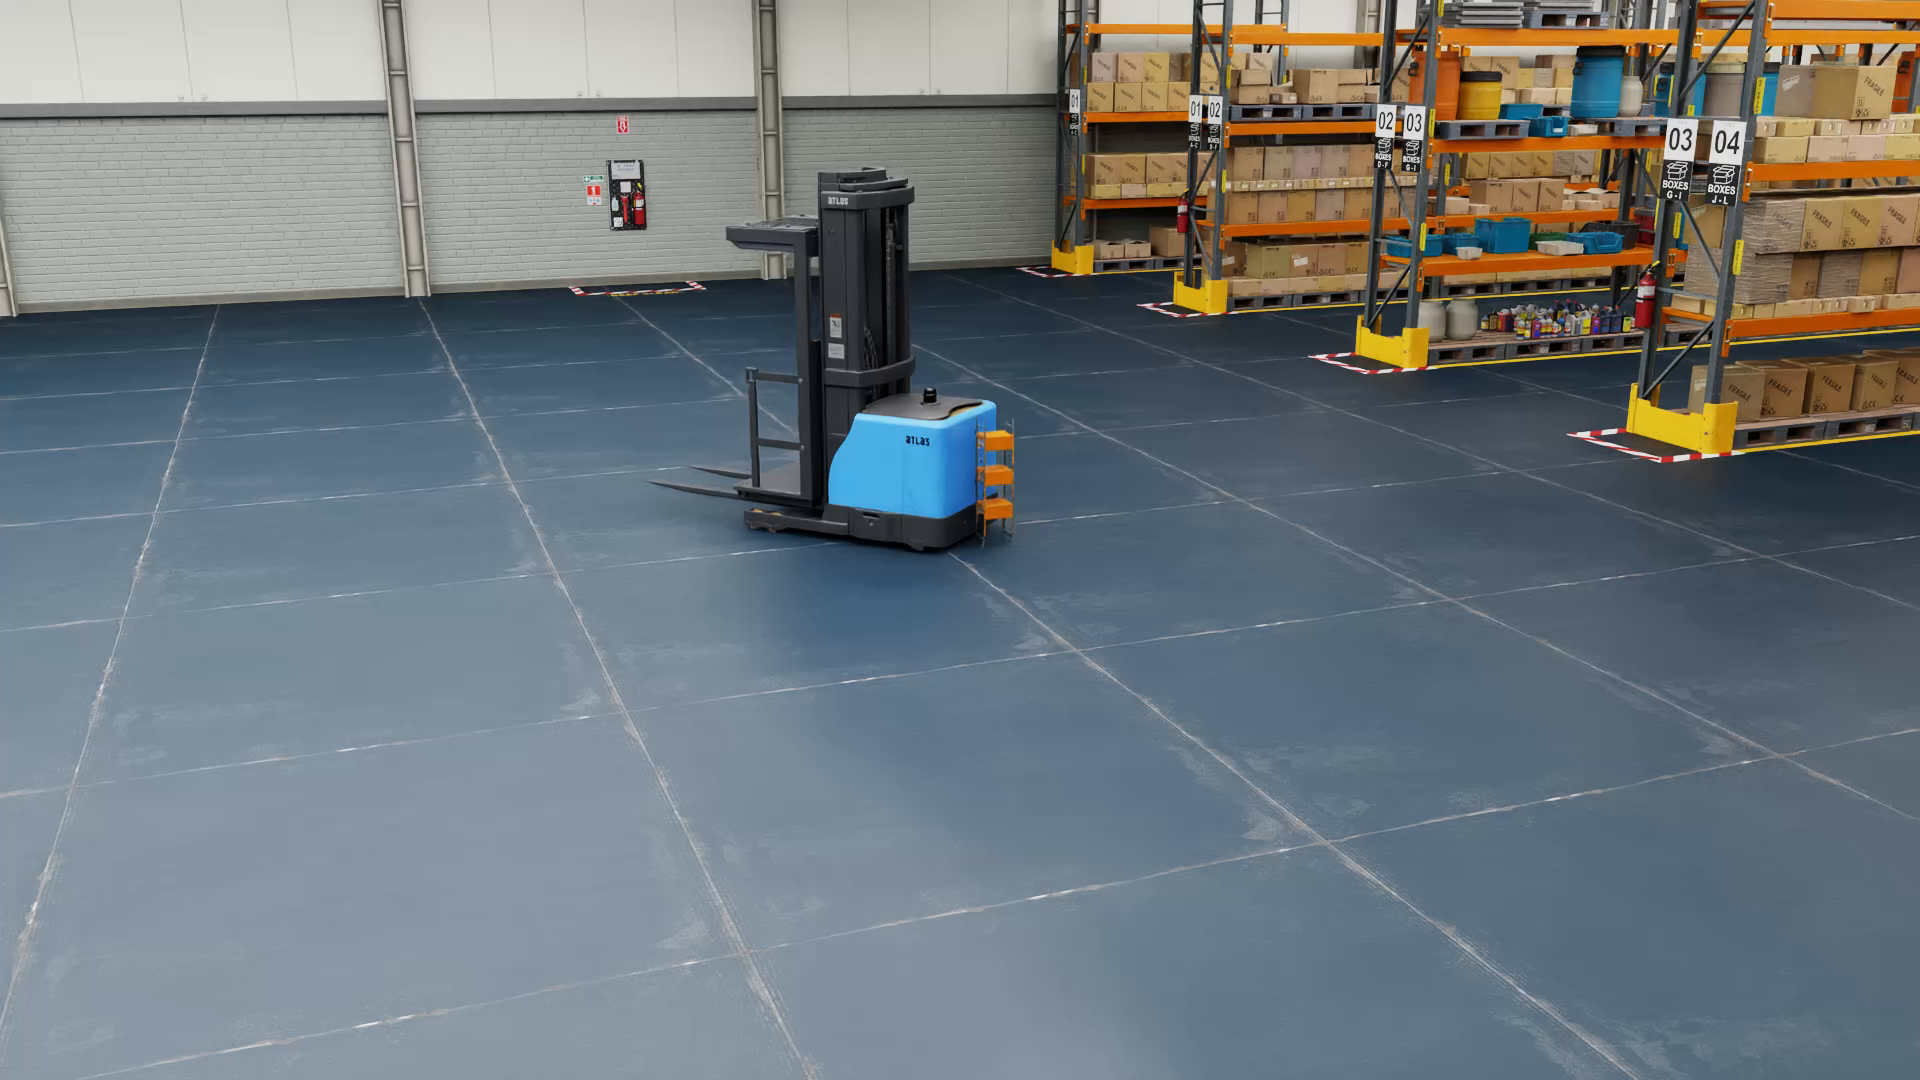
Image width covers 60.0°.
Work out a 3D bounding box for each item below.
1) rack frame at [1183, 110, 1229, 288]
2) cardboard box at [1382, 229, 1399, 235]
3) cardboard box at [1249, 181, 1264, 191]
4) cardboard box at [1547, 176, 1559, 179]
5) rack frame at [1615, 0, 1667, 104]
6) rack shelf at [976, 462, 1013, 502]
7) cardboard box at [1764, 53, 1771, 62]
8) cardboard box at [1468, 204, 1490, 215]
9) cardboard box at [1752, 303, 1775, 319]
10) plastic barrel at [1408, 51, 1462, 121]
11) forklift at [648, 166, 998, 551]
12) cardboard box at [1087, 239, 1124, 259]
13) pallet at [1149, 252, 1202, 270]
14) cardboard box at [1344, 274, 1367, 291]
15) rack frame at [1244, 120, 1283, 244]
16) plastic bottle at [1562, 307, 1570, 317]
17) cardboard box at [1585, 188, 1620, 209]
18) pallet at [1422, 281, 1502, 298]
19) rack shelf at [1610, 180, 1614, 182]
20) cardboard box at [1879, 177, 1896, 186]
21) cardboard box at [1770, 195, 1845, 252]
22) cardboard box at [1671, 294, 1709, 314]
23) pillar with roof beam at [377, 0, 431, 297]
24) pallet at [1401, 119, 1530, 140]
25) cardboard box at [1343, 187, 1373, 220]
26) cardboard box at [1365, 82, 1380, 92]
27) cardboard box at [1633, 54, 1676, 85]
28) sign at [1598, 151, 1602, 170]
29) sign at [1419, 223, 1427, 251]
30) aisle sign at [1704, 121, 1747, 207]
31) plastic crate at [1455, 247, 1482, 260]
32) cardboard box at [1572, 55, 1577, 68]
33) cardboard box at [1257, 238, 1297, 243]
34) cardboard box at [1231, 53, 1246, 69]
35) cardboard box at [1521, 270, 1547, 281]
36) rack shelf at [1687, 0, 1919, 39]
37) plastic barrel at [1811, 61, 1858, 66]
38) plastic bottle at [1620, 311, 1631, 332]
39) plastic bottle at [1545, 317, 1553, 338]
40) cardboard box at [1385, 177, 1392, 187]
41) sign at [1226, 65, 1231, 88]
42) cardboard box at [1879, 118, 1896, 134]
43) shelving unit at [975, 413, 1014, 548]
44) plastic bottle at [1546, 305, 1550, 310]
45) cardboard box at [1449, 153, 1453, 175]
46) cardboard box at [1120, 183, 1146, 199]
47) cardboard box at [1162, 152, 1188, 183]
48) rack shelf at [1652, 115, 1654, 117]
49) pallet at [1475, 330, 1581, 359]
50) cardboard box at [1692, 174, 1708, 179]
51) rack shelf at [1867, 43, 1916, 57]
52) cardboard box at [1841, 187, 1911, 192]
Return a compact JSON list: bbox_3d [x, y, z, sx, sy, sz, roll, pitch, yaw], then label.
[{"bbox_3d":[3.752,-5.057,25.494,0.127,3.000,1.000,-6,17,-20],"label":"rack frame"},{"bbox_3d":[8.270,-6.070,32.601,0.500,0.500,0.700,-6,17,-20],"label":"cardboard box"},{"bbox_3d":[4.441,-5.426,25.423,0.250,0.149,0.380,-7,18,-22],"label":"cardboard box"},{"bbox_3d":[11.765,-7.233,33.317,0.250,0.149,0.380,-7,18,-22],"label":"cardboard box"},{"bbox_3d":[11.222,-8.742,27.395,0.127,3.000,1.000,-6,17,-20],"label":"rack frame"},{"bbox_3d":[0.277,-0.465,13.356,0.240,0.259,0.215,-6,17,-19],"label":"rack shelf"},{"bbox_3d":[16.331,-9.804,34.348,0.500,0.500,0.500,-6,17,-20],"label":"cardboard box"},{"bbox_3d":[8.388,-5.375,27.024,0.250,0.149,0.380,-6,17,-20],"label":"cardboard box"},{"bbox_3d":[7.885,-2.315,16.605,0.250,0.149,0.380,-6,17,-20],"label":"cardboard box"},{"bbox_3d":[5.929,-5.682,20.793,0.708,0.830,0.600,-6,17,-20],"label":"plastic barrel"},{"bbox_3d":[-1.232,-1.592,13.817,3.031,2.935,1.130,8,18,26],"label":"forklift"},{"bbox_3d":[2.654,-5.327,30.405,0.500,0.311,0.500,-8,18,-26],"label":"cardboard box"},{"bbox_3d":[3.955,-5.224,31.012,1.213,0.211,1.003,-6,17,-20],"label":"pallet"},{"bbox_3d":[6.200,-4.136,26.493,0.500,0.250,0.500,-6,17,-20],"label":"cardboard box"},{"bbox_3d":[5.711,-6.763,31.304,0.127,3.000,1.000,-6,17,-20],"label":"rack frame"},{"bbox_3d":[8.262,-3.040,22.687,0.097,0.271,0.097,0,16,0],"label":"plastic bottle"},{"bbox_3d":[10.867,-5.795,28.167,0.500,0.311,0.500,-5,17,-17],"label":"cardboard box"},{"bbox_3d":[8.161,-4.207,27.548,1.213,0.211,1.003,-6,17,-20],"label":"pallet"},{"bbox_3d":[15.049,-7.426,34.839,4.000,0.370,1.077,-6,17,-20],"label":"rack shelf"},{"bbox_3d":[16.476,-6.396,29.879,0.500,0.500,0.500,-6,17,-20],"label":"cardboard box"},{"bbox_3d":[8.374,-3.153,16.530,0.500,0.500,0.500,-6,17,-20],"label":"cardboard box"},{"bbox_3d":[7.485,-2.412,16.935,0.250,0.149,0.380,-6,17,-20],"label":"cardboard box"},{"bbox_3d":[-7.345,-7.194,22.124,0.400,9.000,9.100,-6,17,-20],"label":"pillar with roof beam"},{"bbox_3d":[6.328,-5.159,20.855,1.213,0.211,1.003,-6,17,-20],"label":"pallet"},{"bbox_3d":[6.115,-5.357,26.339,0.500,0.500,0.700,-6,17,-19],"label":"cardboard box"},{"bbox_3d":[6.418,-7.089,26.256,0.500,0.311,0.500,-7,18,-23],"label":"cardboard box"},{"bbox_3d":[11.632,-7.872,27.807,0.500,0.500,0.500,-6,17,-20],"label":"cardboard box"},{"bbox_3d":[11.019,-6.523,28.571,0.005,0.325,0.100,-6,17,-20],"label":"sign"},{"bbox_3d":[5.714,-3.741,20.521,0.005,0.325,0.100,-6,17,-20],"label":"sign"},{"bbox_3d":[7.343,-3.612,15.961,0.004,0.787,0.394,-6,17,-20],"label":"aisle sign"},{"bbox_3d":[6.472,-3.632,21.111,0.250,0.136,0.298,-6,17,-20],"label":"plastic crate"},{"bbox_3d":[12.313,-9.573,33.262,0.500,0.250,0.500,-5,17,-16],"label":"cardboard box"},{"bbox_3d":[5.075,-4.536,26.524,0.500,0.500,0.500,-6,17,-20],"label":"cardboard box"},{"bbox_3d":[4.829,-8.559,30.110,0.500,0.500,0.500,-5,17,-17],"label":"cardboard box"},{"bbox_3d":[9.388,-4.473,27.640,0.500,0.250,0.500,-6,17,-19],"label":"cardboard box"},{"bbox_3d":[9.161,-5.183,16.560,4.000,0.370,1.077,-6,17,-20],"label":"rack shelf"},{"bbox_3d":[12.147,-6.214,23.220,0.600,0.901,0.600,0,16,0],"label":"plastic barrel"},{"bbox_3d":[8.925,-2.929,22.288,0.133,0.283,0.061,-5,17,-17],"label":"plastic bottle"},{"bbox_3d":[7.739,-2.800,21.872,0.097,0.271,0.097,0,16,0],"label":"plastic bottle"},{"bbox_3d":[6.590,-5.657,26.210,0.250,0.149,0.380,-6,17,-20],"label":"cardboard box"},{"bbox_3d":[3.945,-6.807,24.438,0.005,0.325,0.100,-6,17,-20],"label":"sign"},{"bbox_3d":[9.076,-4.135,16.590,0.250,0.149,0.380,-6,18,-21],"label":"cardboard box"},{"bbox_3d":[0.277,-0.475,13.353,0.252,1.050,0.215,-6,17,-19],"label":"shelving unit"},{"bbox_3d":[8.008,-3.067,22.759,0.133,0.283,0.061,-5,17,-18],"label":"plastic bottle"},{"bbox_3d":[9.793,-7.483,33.017,0.500,0.500,0.500,-6,17,-20],"label":"cardboard box"},{"bbox_3d":[3.025,-6.319,30.023,0.500,0.250,0.500,-7,18,-22],"label":"cardboard box"},{"bbox_3d":[3.957,-6.779,30.259,0.500,0.500,0.500,-6,17,-18],"label":"cardboard box"},{"bbox_3d":[13.090,-7.159,28.606,4.000,0.370,1.077,-6,17,-20],"label":"rack shelf"},{"bbox_3d":[7.473,-2.637,22.205,1.213,0.211,1.003,-6,17,-20],"label":"pallet"},{"bbox_3d":[12.692,-6.248,28.627,0.500,0.500,0.700,-3,17,-10],"label":"cardboard box"},{"bbox_3d":[14.859,-7.103,23.800,4.000,0.370,1.077,-6,17,-20],"label":"rack shelf"},{"bbox_3d":[9.584,-3.444,17.522,0.500,0.500,0.500,-6,17,-20],"label":"cardboard box"}]
